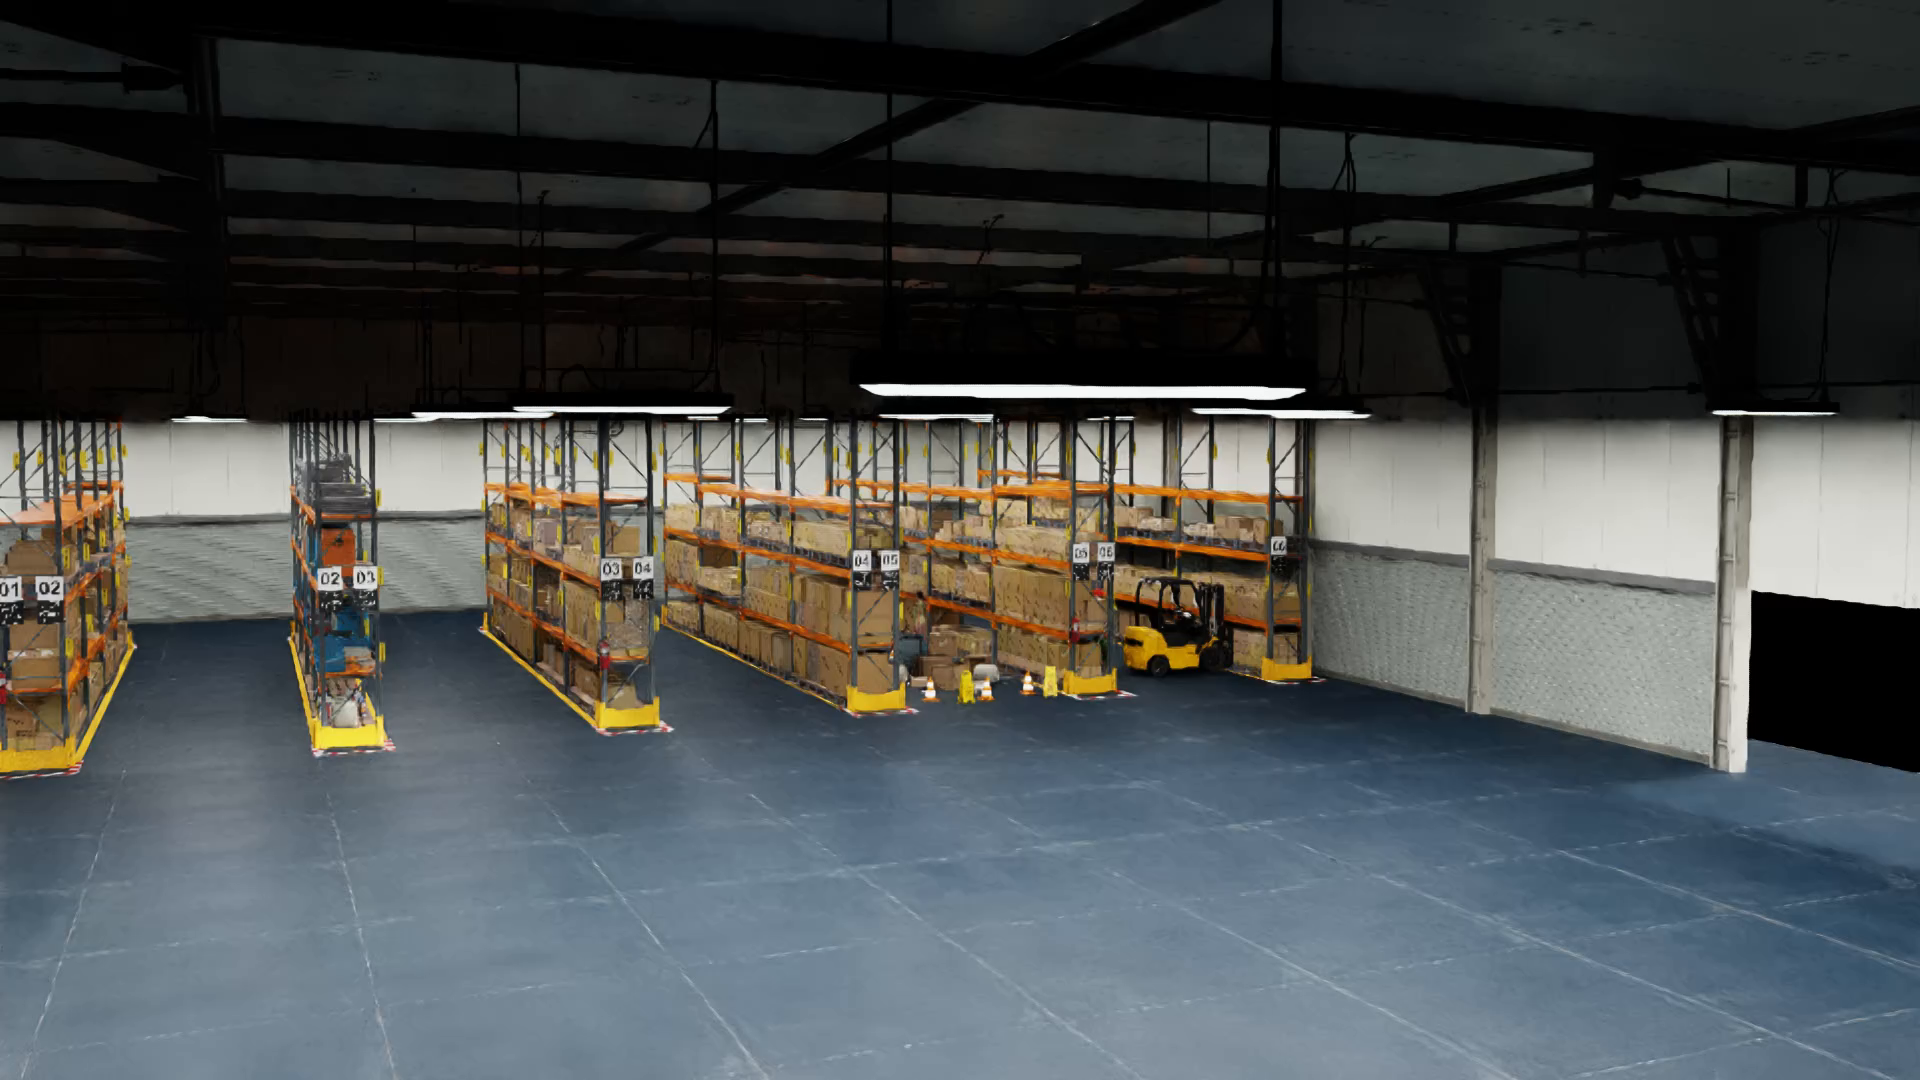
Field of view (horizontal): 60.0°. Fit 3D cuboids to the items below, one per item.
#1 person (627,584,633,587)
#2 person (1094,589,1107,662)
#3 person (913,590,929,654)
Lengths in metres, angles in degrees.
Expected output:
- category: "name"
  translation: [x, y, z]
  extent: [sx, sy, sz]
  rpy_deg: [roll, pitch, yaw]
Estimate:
- category: "person"
  translation: [-9.447, 1.610, 47.609]
  extent: [0.420, 1.509, 1.037]
  rpy_deg: [-1, 4, -19]
- category: "person"
  translation: [3.329, 2.019, 39.511]
  extent: [0.426, 1.729, 0.655]
  rpy_deg: [1, 4, 7]
- category: "person"
  translation: [-1.018, 2.043, 40.412]
  extent: [0.577, 1.665, 0.555]
  rpy_deg: [0, 4, 2]
